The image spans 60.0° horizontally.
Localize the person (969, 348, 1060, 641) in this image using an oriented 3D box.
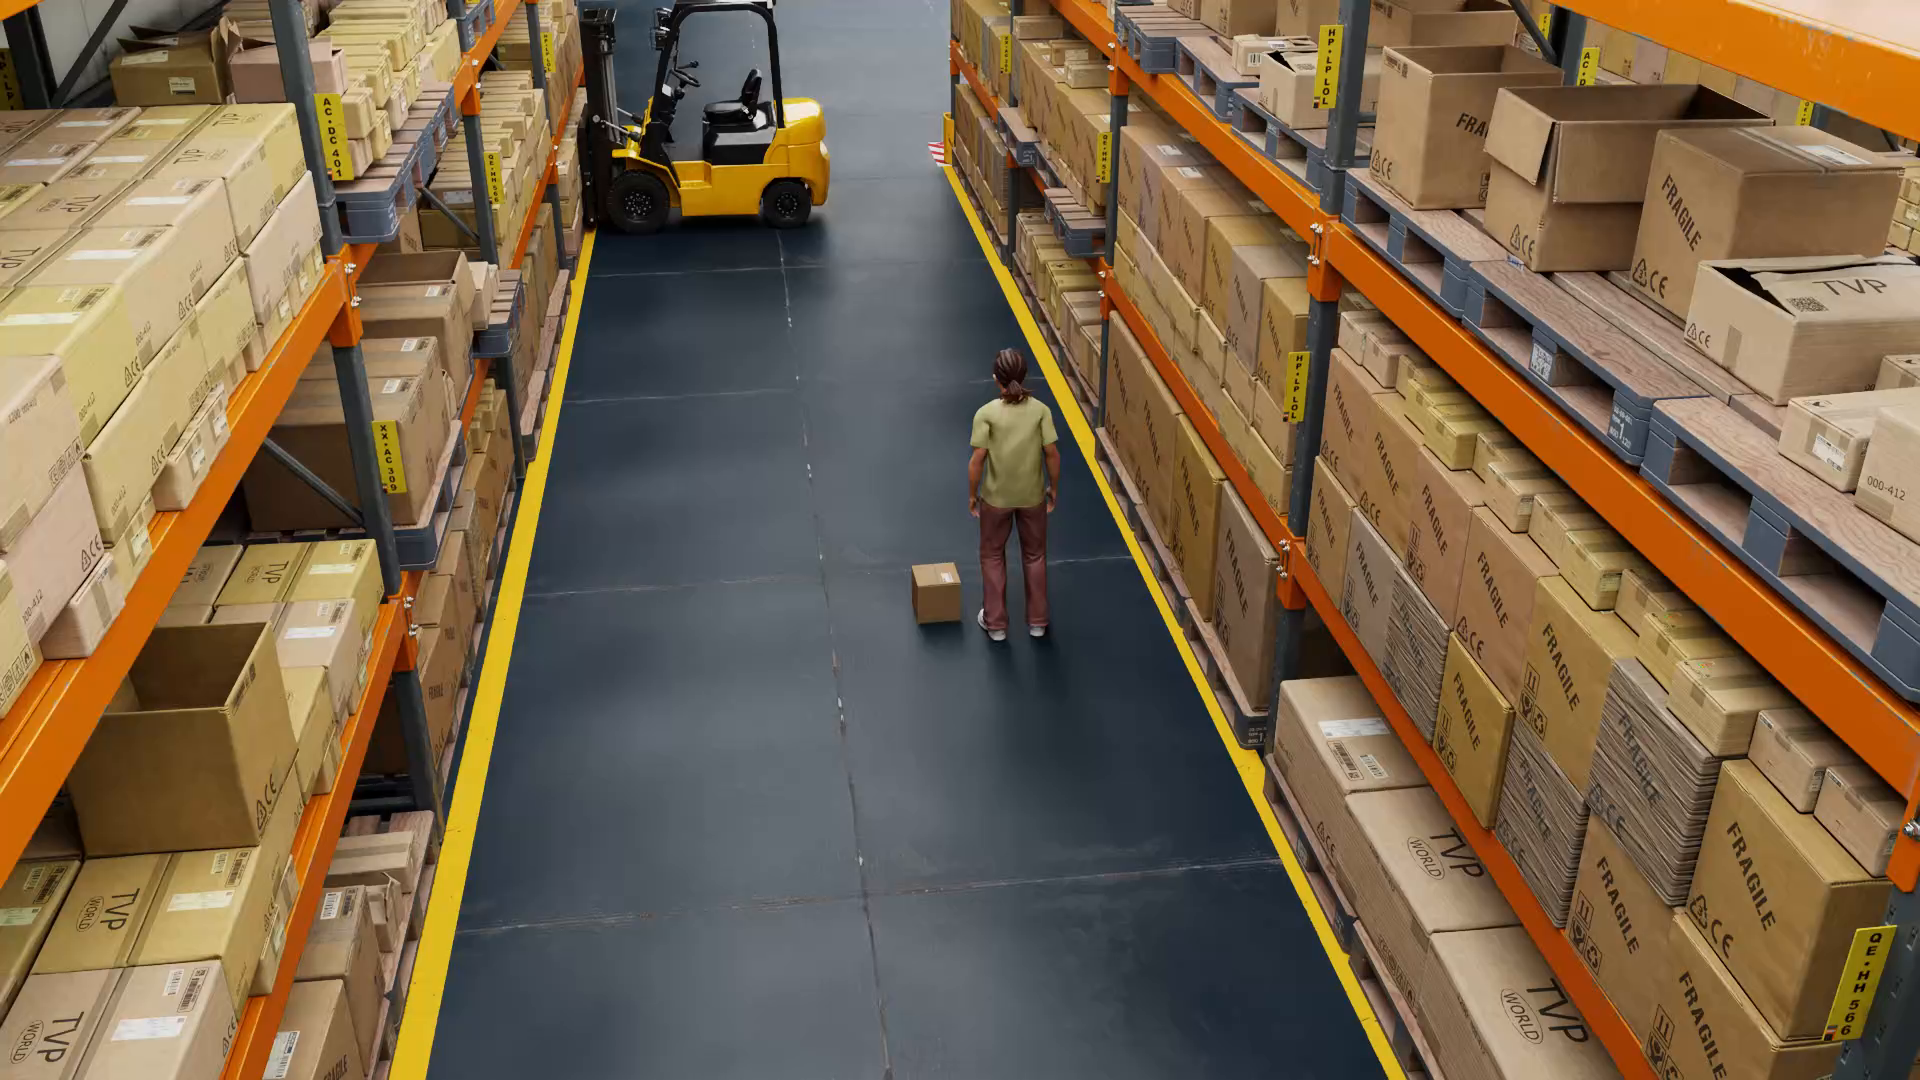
[{"bbox_3d":[0.285,-0.229,9.088,0.498,1.651,0.346,-4,27,-7],"label":"person"}]
